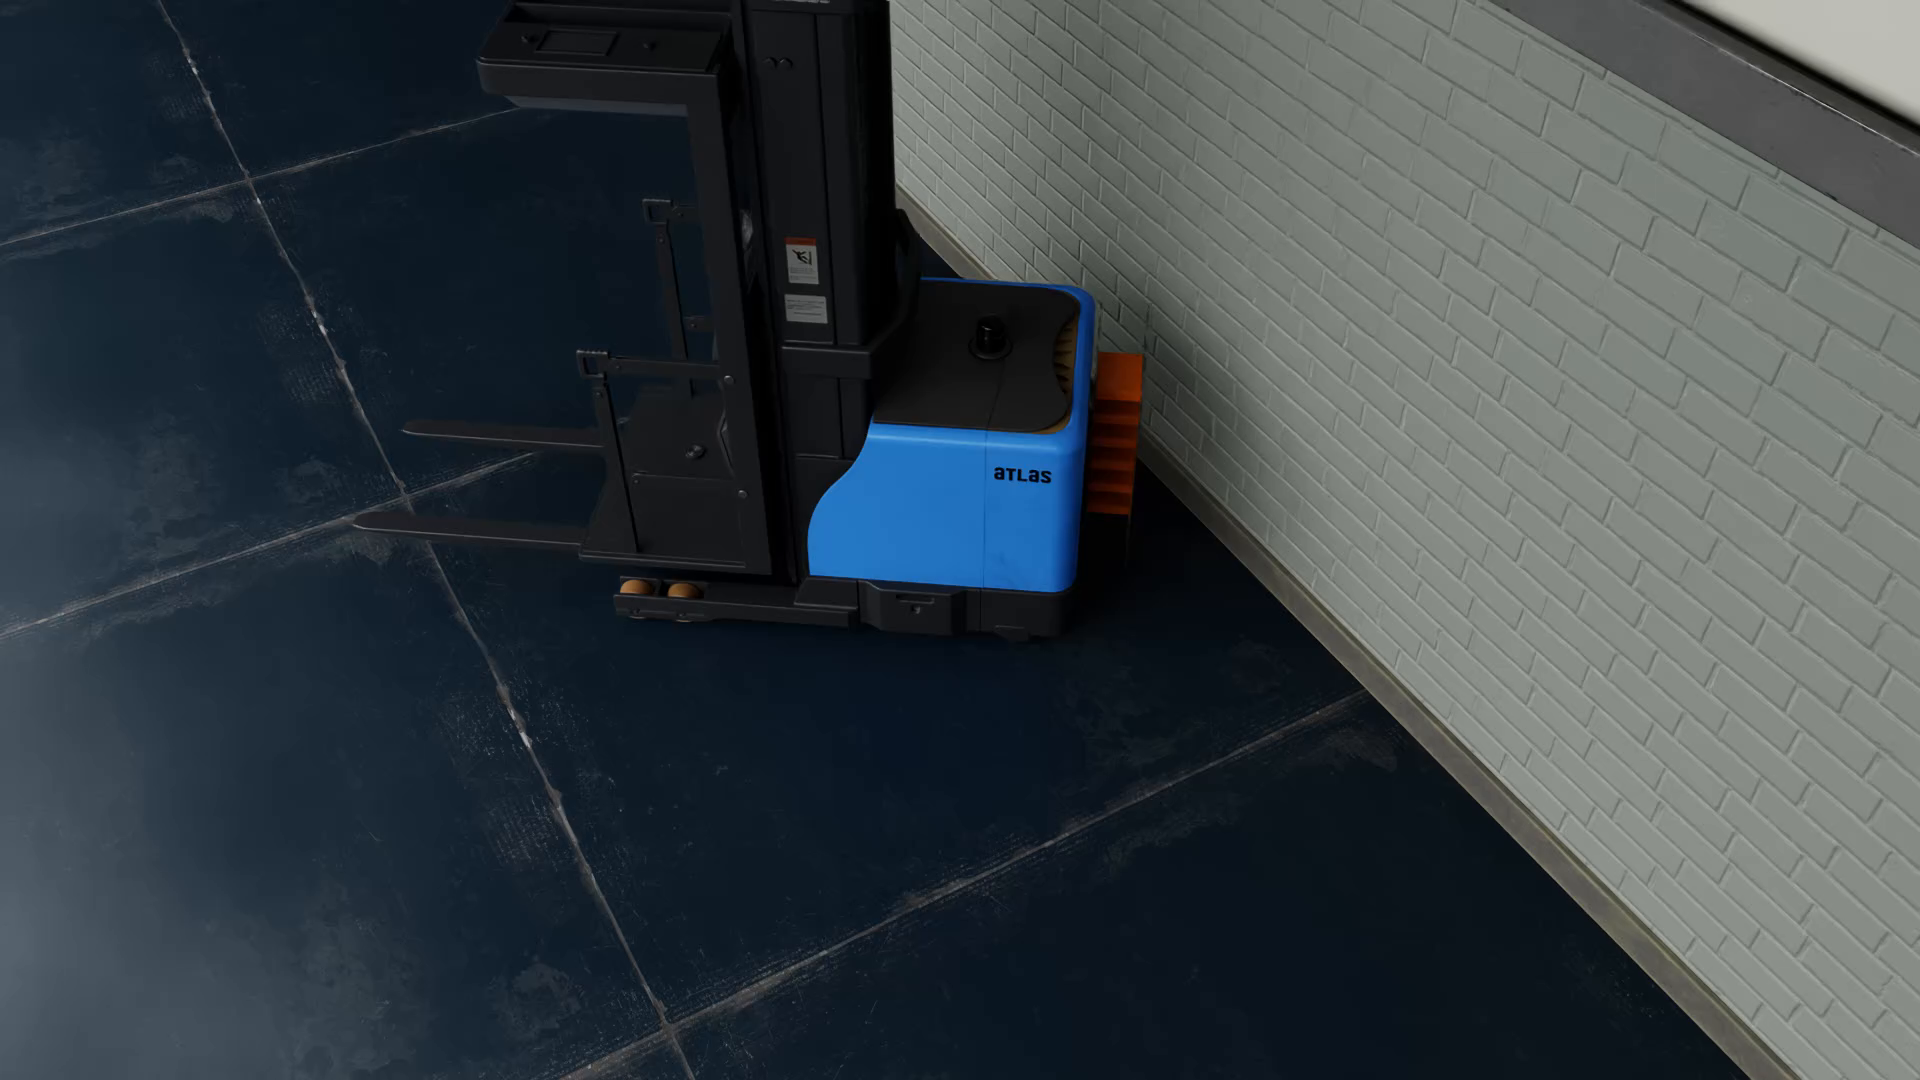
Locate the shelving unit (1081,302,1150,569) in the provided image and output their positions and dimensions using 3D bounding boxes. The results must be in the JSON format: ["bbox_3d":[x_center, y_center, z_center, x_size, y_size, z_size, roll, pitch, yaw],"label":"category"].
[{"bbox_3d":[0.622,-0.396,6.726,0.189,1.200,0.258,4,44,4],"label":"shelving unit"}]

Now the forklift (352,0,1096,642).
[{"bbox_3d":[-0.993,-1.076,6.183,3.031,2.935,1.130,4,44,4],"label":"forklift"}]

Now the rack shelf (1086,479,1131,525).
[{"bbox_3d":[0.622,-0.192,6.924,0.180,0.103,0.258,4,44,4],"label":"rack shelf"}]

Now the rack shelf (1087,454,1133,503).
[{"bbox_3d":[0.622,-0.278,6.840,0.180,0.103,0.258,4,44,4],"label":"rack shelf"}]

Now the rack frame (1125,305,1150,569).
[{"bbox_3d":[0.713,-0.389,6.719,0.006,1.200,0.240,4,44,4],"label":"rack frame"}]

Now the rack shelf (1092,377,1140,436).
[{"bbox_3d":[0.622,-0.536,6.590,0.180,0.103,0.258,4,44,4],"label":"rack shelf"}]

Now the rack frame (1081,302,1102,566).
[{"bbox_3d":[0.531,-0.402,6.732,0.006,1.200,0.240,4,44,4],"label":"rack frame"}]

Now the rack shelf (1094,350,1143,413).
[{"bbox_3d":[0.622,-0.622,6.506,0.180,0.103,0.258,4,44,4],"label":"rack shelf"}]

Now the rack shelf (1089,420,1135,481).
[{"bbox_3d":[0.622,-0.364,6.757,0.180,0.103,0.258,4,44,4],"label":"rack shelf"}]

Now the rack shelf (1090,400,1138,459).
[{"bbox_3d":[0.622,-0.450,6.673,0.180,0.103,0.258,4,44,4],"label":"rack shelf"}]
